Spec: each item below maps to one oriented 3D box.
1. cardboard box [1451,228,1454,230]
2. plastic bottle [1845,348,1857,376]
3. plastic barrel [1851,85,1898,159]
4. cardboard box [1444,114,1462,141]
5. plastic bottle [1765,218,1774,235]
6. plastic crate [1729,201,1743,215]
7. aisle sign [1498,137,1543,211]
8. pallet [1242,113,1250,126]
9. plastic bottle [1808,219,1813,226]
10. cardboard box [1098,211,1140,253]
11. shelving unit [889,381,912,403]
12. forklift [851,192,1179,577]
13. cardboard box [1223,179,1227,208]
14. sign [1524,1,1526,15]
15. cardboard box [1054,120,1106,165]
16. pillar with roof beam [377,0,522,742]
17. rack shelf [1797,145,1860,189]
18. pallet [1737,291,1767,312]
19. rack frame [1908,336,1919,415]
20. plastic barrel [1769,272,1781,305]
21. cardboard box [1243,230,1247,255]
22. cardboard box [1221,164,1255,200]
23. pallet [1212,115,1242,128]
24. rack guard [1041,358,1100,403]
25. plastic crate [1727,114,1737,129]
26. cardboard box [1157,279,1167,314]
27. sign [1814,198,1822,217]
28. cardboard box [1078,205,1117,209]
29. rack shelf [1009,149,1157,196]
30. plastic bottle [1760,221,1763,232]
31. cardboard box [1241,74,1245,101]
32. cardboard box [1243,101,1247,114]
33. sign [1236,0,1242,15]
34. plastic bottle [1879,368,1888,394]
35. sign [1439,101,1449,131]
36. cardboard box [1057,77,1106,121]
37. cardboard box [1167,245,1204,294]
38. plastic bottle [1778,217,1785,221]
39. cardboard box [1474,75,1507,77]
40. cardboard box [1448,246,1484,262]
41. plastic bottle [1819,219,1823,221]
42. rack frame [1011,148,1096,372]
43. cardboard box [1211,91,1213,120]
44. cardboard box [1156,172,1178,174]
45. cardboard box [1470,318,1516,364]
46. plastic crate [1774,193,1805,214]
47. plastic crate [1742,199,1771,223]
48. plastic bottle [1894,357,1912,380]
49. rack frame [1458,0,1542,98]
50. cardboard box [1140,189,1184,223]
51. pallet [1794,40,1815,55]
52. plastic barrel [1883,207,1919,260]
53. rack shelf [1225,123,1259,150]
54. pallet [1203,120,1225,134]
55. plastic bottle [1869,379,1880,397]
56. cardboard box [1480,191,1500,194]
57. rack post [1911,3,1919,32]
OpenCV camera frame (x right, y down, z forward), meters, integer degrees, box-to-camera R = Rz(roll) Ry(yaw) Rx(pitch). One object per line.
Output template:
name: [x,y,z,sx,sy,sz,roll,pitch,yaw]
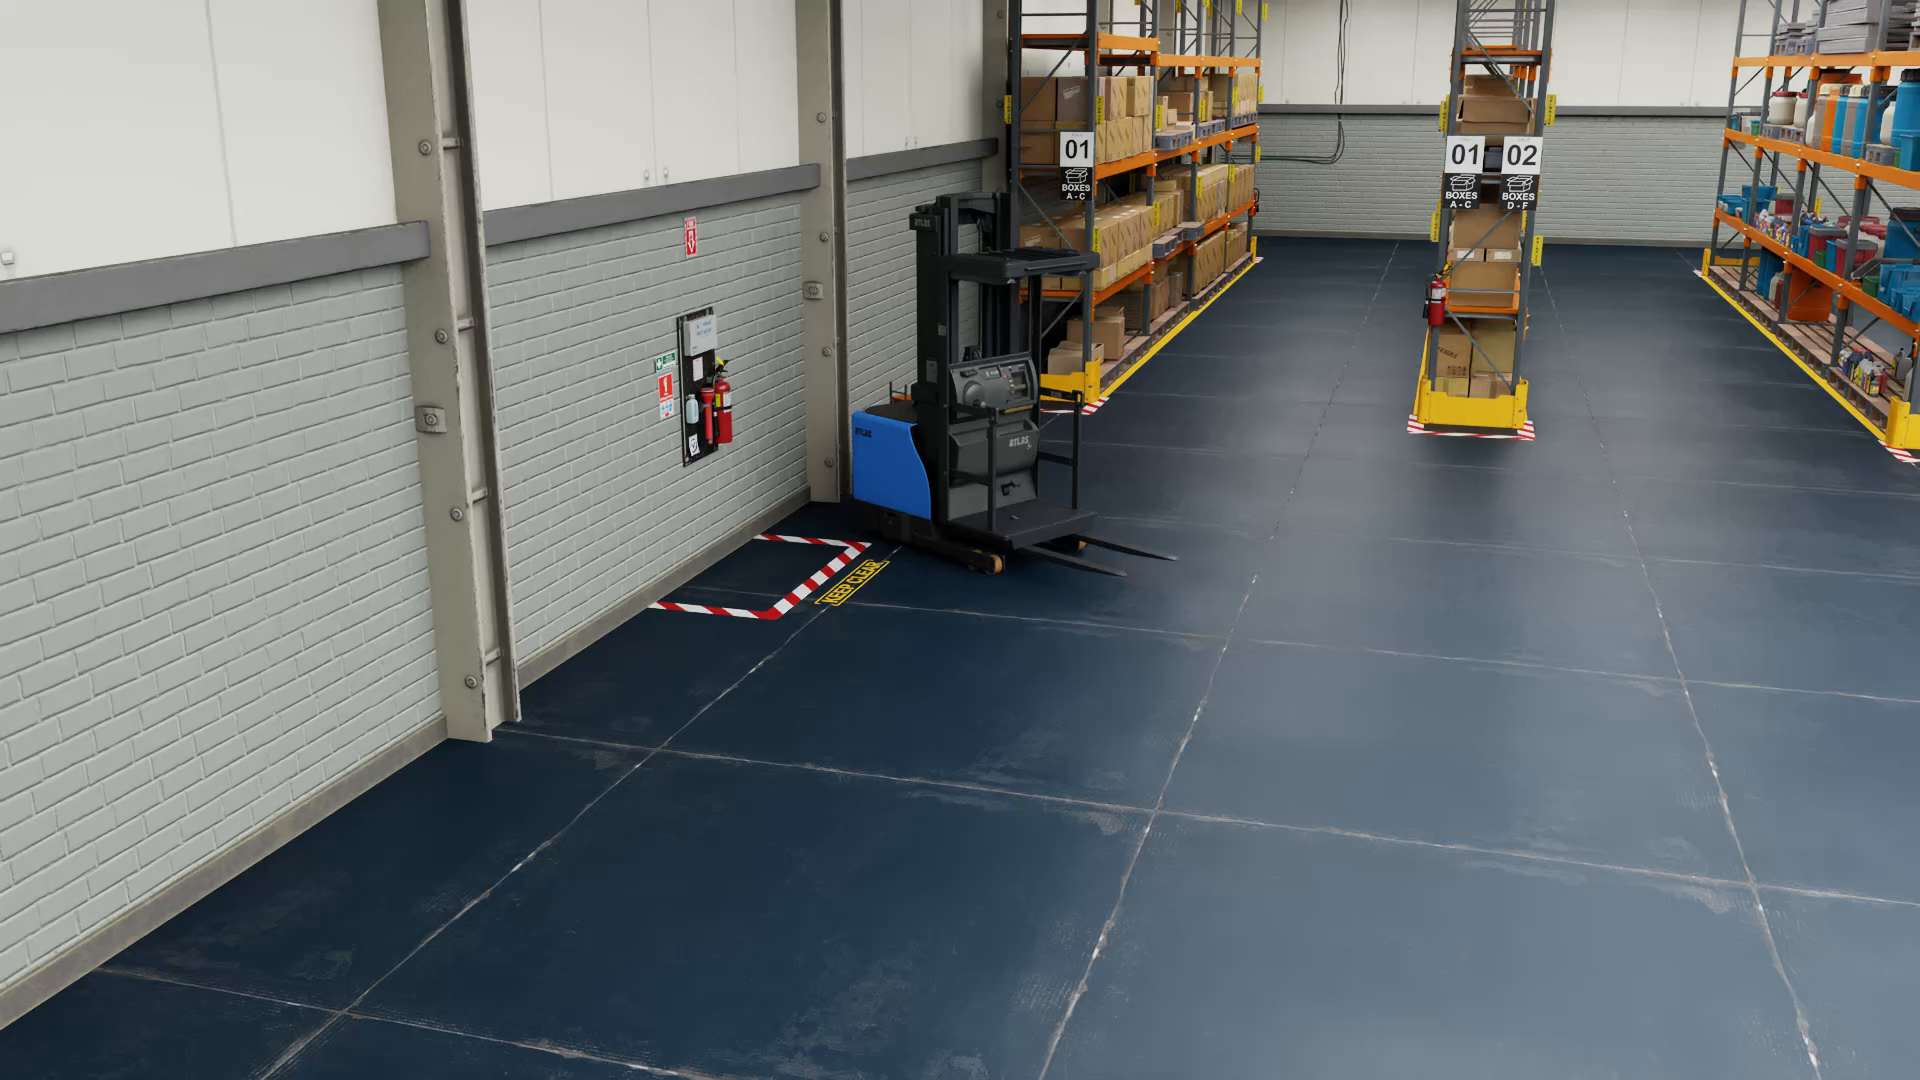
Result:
cardboard box: [6.437,-3.876,21.125,0.380,0.149,0.250,4,16,14]
plastic bottle: [11.109,-2.211,20.677,0.144,0.351,0.185,5,17,17]
plastic barrel: [11.673,-5.287,21.057,0.600,0.901,0.708,5,16,16]
cardboard box: [6.084,-4.928,19.848,0.500,0.311,0.500,7,17,22]
plastic bottle: [13.184,-5.092,27.012,0.152,0.276,0.135,5,16,16]
plastic crate: [14.301,-6.079,30.461,0.416,0.233,0.300,5,16,16]
aisle sign: [6.126,-4.001,18.176,0.394,0.787,0.004,5,16,16]
pallet: [5.102,-8.246,32.571,1.003,0.211,1.213,5,16,16]
plastic bottle: [13.731,-5.037,26.828,0.097,0.271,0.097,0,16,0]
cardboard box: [2.110,-4.110,22.187,0.500,0.500,0.500,4,16,14]
shelving unit: [-0.366,-0.868,15.192,0.503,1.200,0.258,-13,20,-38]
forklift: [0.428,-1.287,13.495,1.130,2.935,3.031,-15,21,-41]
cardboard box: [4.621,-6.375,30.543,0.500,0.500,0.500,4,16,15]
sign: [10.925,-10.341,32.295,0.100,0.325,0.005,5,16,16]
cardboard box: [1.436,-4.744,19.840,0.500,0.500,0.500,5,17,17]
pillar with roof beam: [1.188,-2.838,7.844,9.100,9.000,0.400,5,16,16]
rack shelf: [12.304,-5.073,22.540,1.077,0.370,4.000,5,16,16]
pallet: [13.750,-4.006,28.066,1.003,0.211,1.213,5,16,16]
rack frame: [10.599,-2.407,17.317,1.000,3.000,0.127,5,16,16]
plastic barrel: [13.391,-4.084,27.021,0.421,0.512,0.421,0,16,0]
cardboard box: [5.545,-6.169,34.395,0.700,0.500,0.500,5,16,16]
cardboard box: [5.512,-7.371,34.270,0.980,0.700,0.700,5,17,18]
pallet: [4.754,-7.928,31.449,1.003,0.211,1.213,5,16,16]
rack guard: [1.122,-1.992,20.437,1.175,0.500,0.348,5,16,16]
plastic crate: [14.770,-7.894,31.405,0.497,0.269,0.590,5,16,16]
cardboard box: [2.848,-3.827,26.098,0.700,0.500,0.500,5,16,16]
sign: [14.536,-5.636,28.196,0.100,0.325,0.005,5,16,16]
cardboard box: [1.904,-4.413,23.254,0.500,0.500,0.500,4,16,15]
rack shelf: [1.669,-4.795,21.559,1.077,0.370,4.000,5,16,16]
plastic bottle: [13.322,-5.210,27.563,0.097,0.201,0.097,0,16,0]
cardboard box: [5.123,-8.596,31.589,0.500,0.500,0.500,4,16,15]
cardboard box: [5.257,-8.363,32.141,0.500,0.250,0.500,4,16,14]
sign: [5.035,-9.649,30.000,0.100,0.325,0.005,5,16,16]
plastic bottle: [10.901,-1.882,19.638,0.061,0.283,0.133,5,16,16]
sign: [5.335,-4.668,18.317,0.100,0.325,0.005,5,16,16]
cardboard box: [1.443,-5.239,19.753,0.500,0.500,0.500,3,16,12]
cardboard box: [3.709,-4.618,28.283,0.750,0.750,0.750,4,16,15]
plastic bottle: [13.395,-5.141,27.184,0.152,0.276,0.135,5,16,16]
cardboard box: [8.545,-7.237,26.836,0.500,0.500,0.500,5,16,16]
cardboard box: [5.777,-3.267,18.977,0.380,0.149,0.250,4,16,15]
plastic bottle: [13.856,-5.035,26.811,0.152,0.276,0.135,5,16,16]
rack frame: [1.101,-3.175,20.026,1.000,3.000,0.127,5,16,16]
cardboard box: [4.156,-7.795,29.830,0.700,0.500,0.500,4,16,13]
cardboard box: [3.405,-6.103,28.212,0.500,0.250,0.500,4,16,14]
cardboard box: [6.487,-2.418,20.251,0.500,0.500,0.500,5,16,16]
plastic crate: [14.504,-5.820,29.124,0.402,0.464,0.583,5,16,16]
plastic crate: [13.815,-5.716,28.904,0.392,0.384,0.575,5,16,16]
plastic bottle: [11.626,-2.118,20.486,0.152,0.276,0.135,5,16,16]
rack frame: [6.988,-6.724,21.546,1.000,3.000,0.127,5,16,16]
cardboard box: [3.250,-5.404,26.895,0.700,0.500,0.500,3,16,9]
pallet: [13.107,-7.289,24.615,1.213,0.211,1.003,5,16,16]
plastic barrel: [12.136,-3.772,21.212,0.600,0.901,0.708,5,16,16]
rack shelf: [5.079,-7.935,32.628,1.077,0.370,4.000,5,16,16]
pallet: [4.298,-7.422,29.852,0.805,0.209,1.217,4,16,14]
plastic bottle: [10.701,-1.787,19.453,0.097,0.201,0.097,0,16,0]
cardboard box: [6.440,-4.000,20.374,0.700,0.500,0.500,5,16,16]
rack post: [11.120,-5.766,18.305,0.937,0.300,0.954,4,16,15]
